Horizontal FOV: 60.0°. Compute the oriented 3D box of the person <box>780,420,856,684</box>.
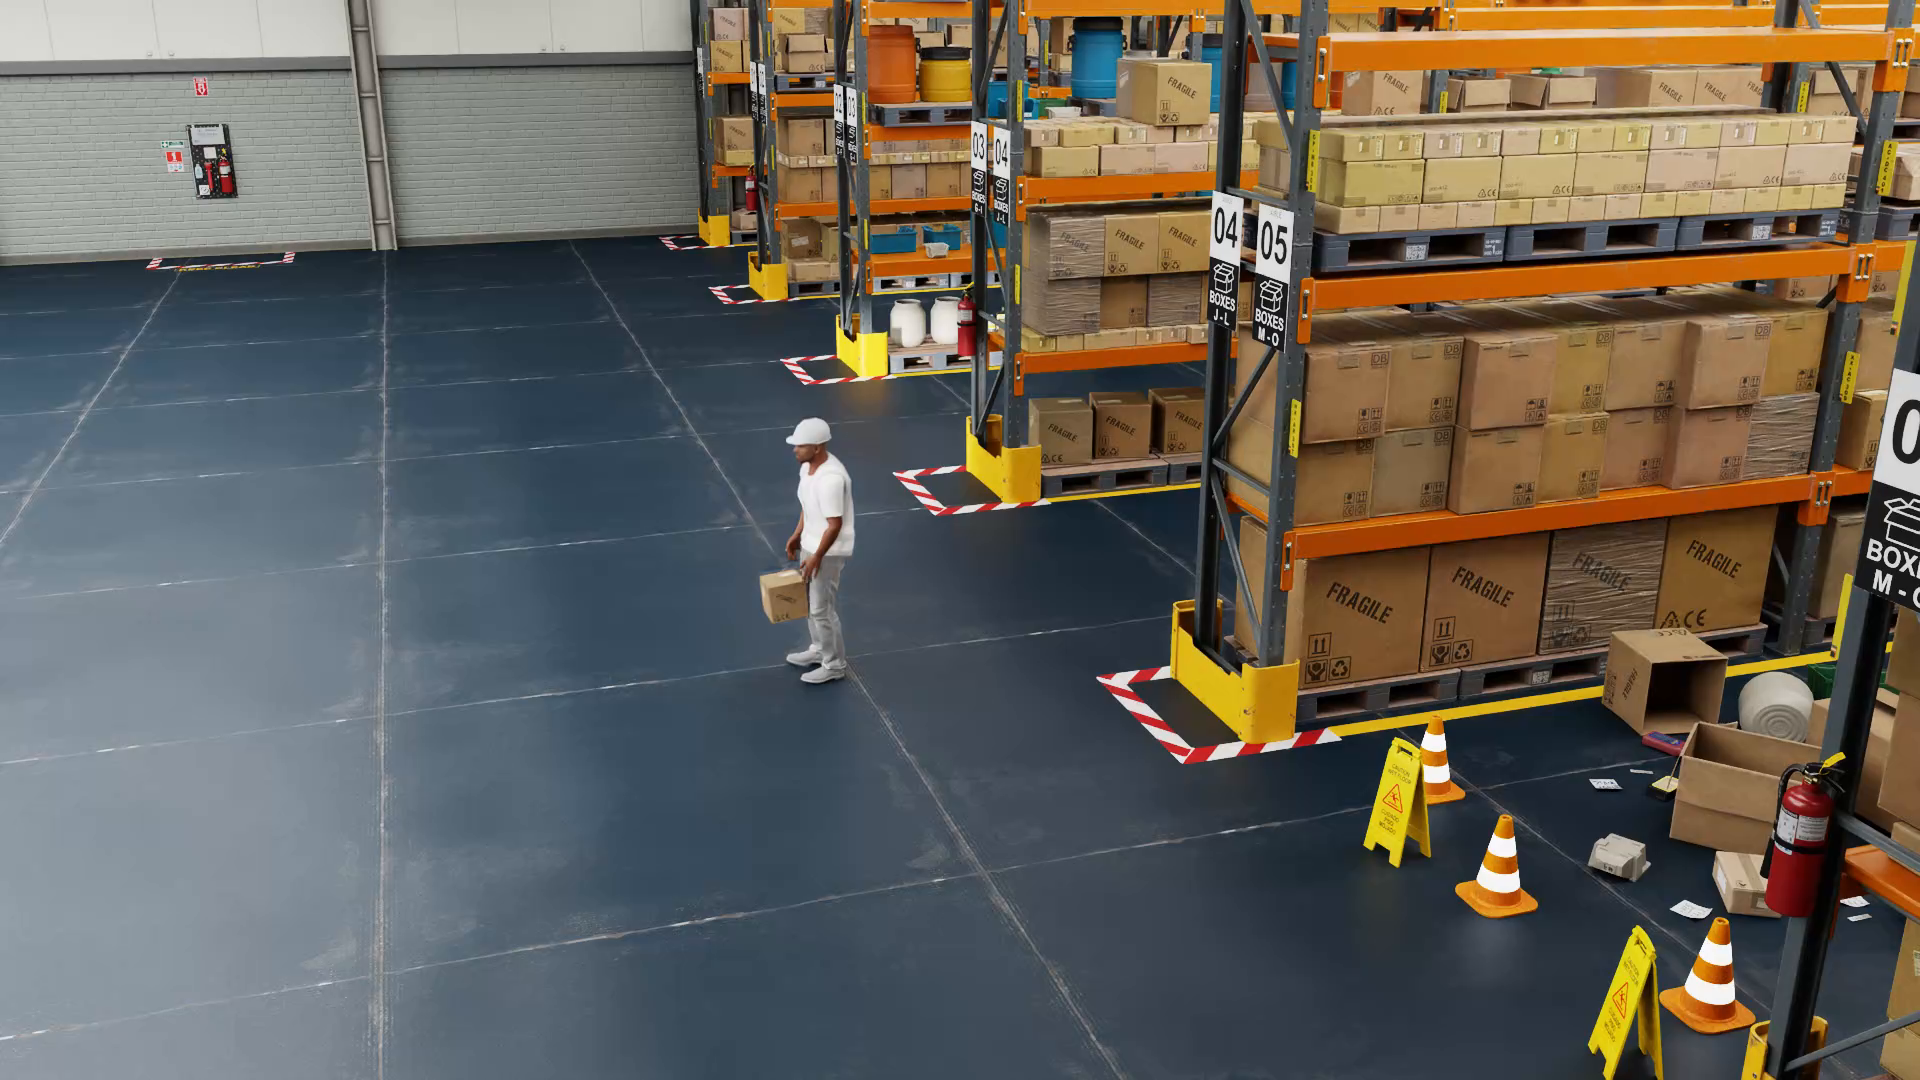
[{"bbox_3d":[-0.927,0.063,10.865,0.459,1.756,0.621,-7,20,-19],"label":"person"}]
